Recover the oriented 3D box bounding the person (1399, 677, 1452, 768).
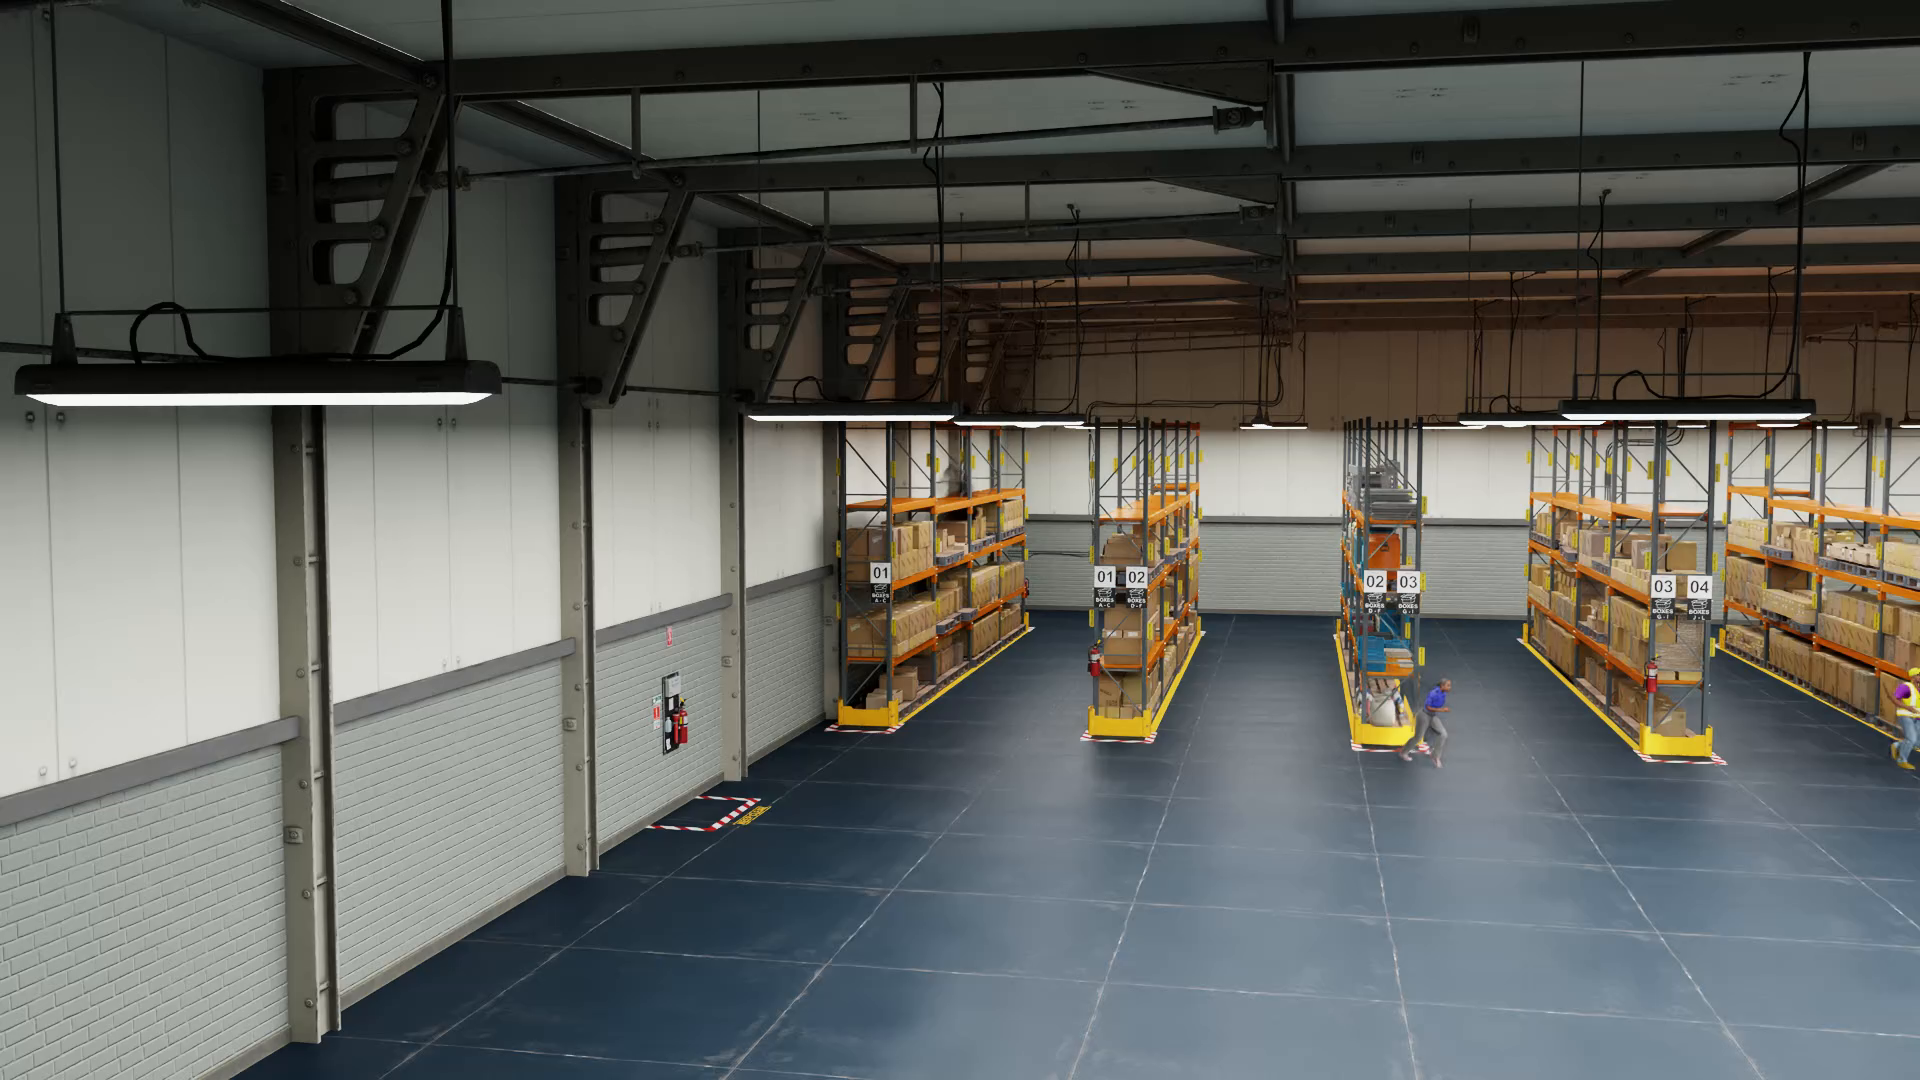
[{"bbox_3d":[8.016,3.118,28.553,0.964,1.601,0.614,3,5,42],"label":"person"}]

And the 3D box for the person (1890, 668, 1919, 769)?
[{"bbox_3d":[16.271,3.030,28.456,0.730,1.712,0.631,-1,4,-18],"label":"person"}]

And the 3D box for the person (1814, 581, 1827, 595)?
[{"bbox_3d":[23.221,1.905,44.826,0.773,1.710,0.664,1,4,10],"label":"person"}]
